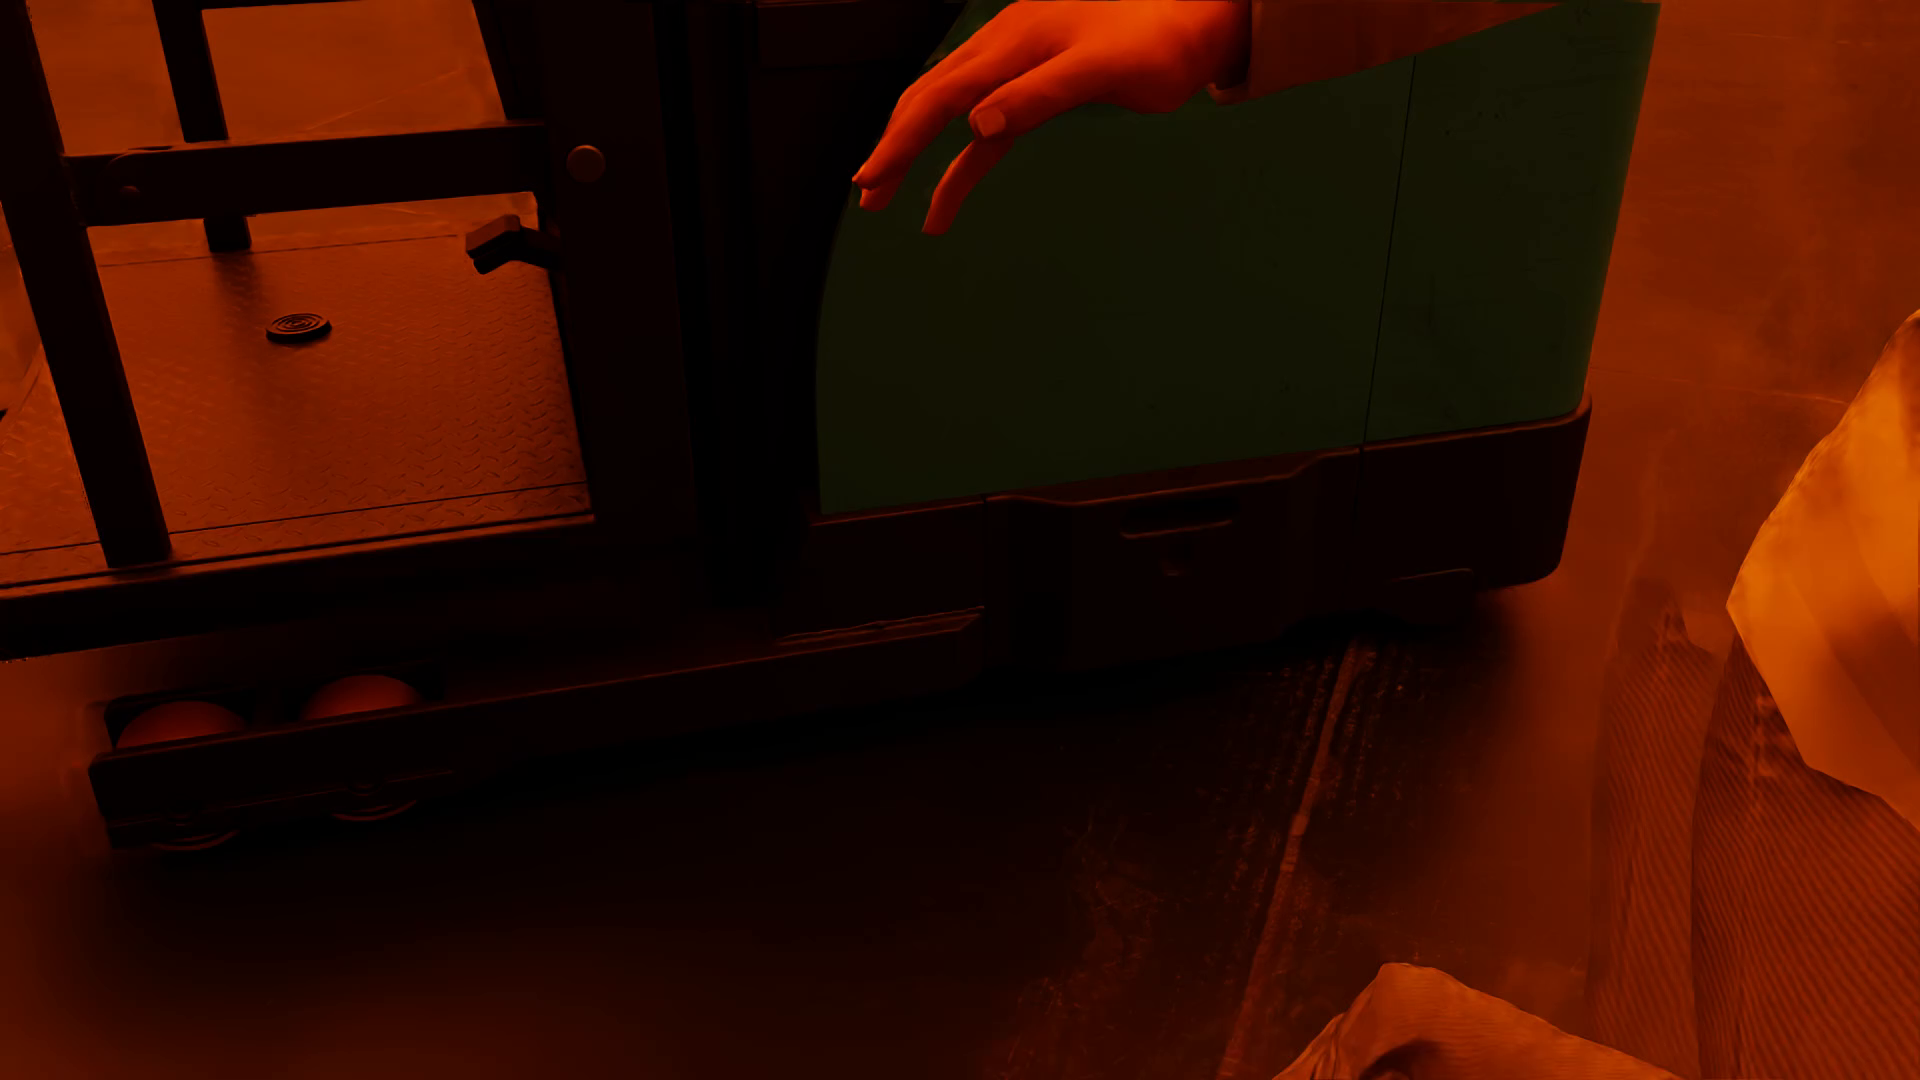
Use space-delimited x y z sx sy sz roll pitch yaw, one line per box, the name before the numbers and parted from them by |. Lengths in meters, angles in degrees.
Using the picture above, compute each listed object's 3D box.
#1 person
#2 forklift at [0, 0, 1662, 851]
person | 0.296 0.164 0.674 0.909 1.561 1.069 18 34 29
forklift | -0.736 -1.214 1.669 3.031 2.935 1.130 -8 30 -14
